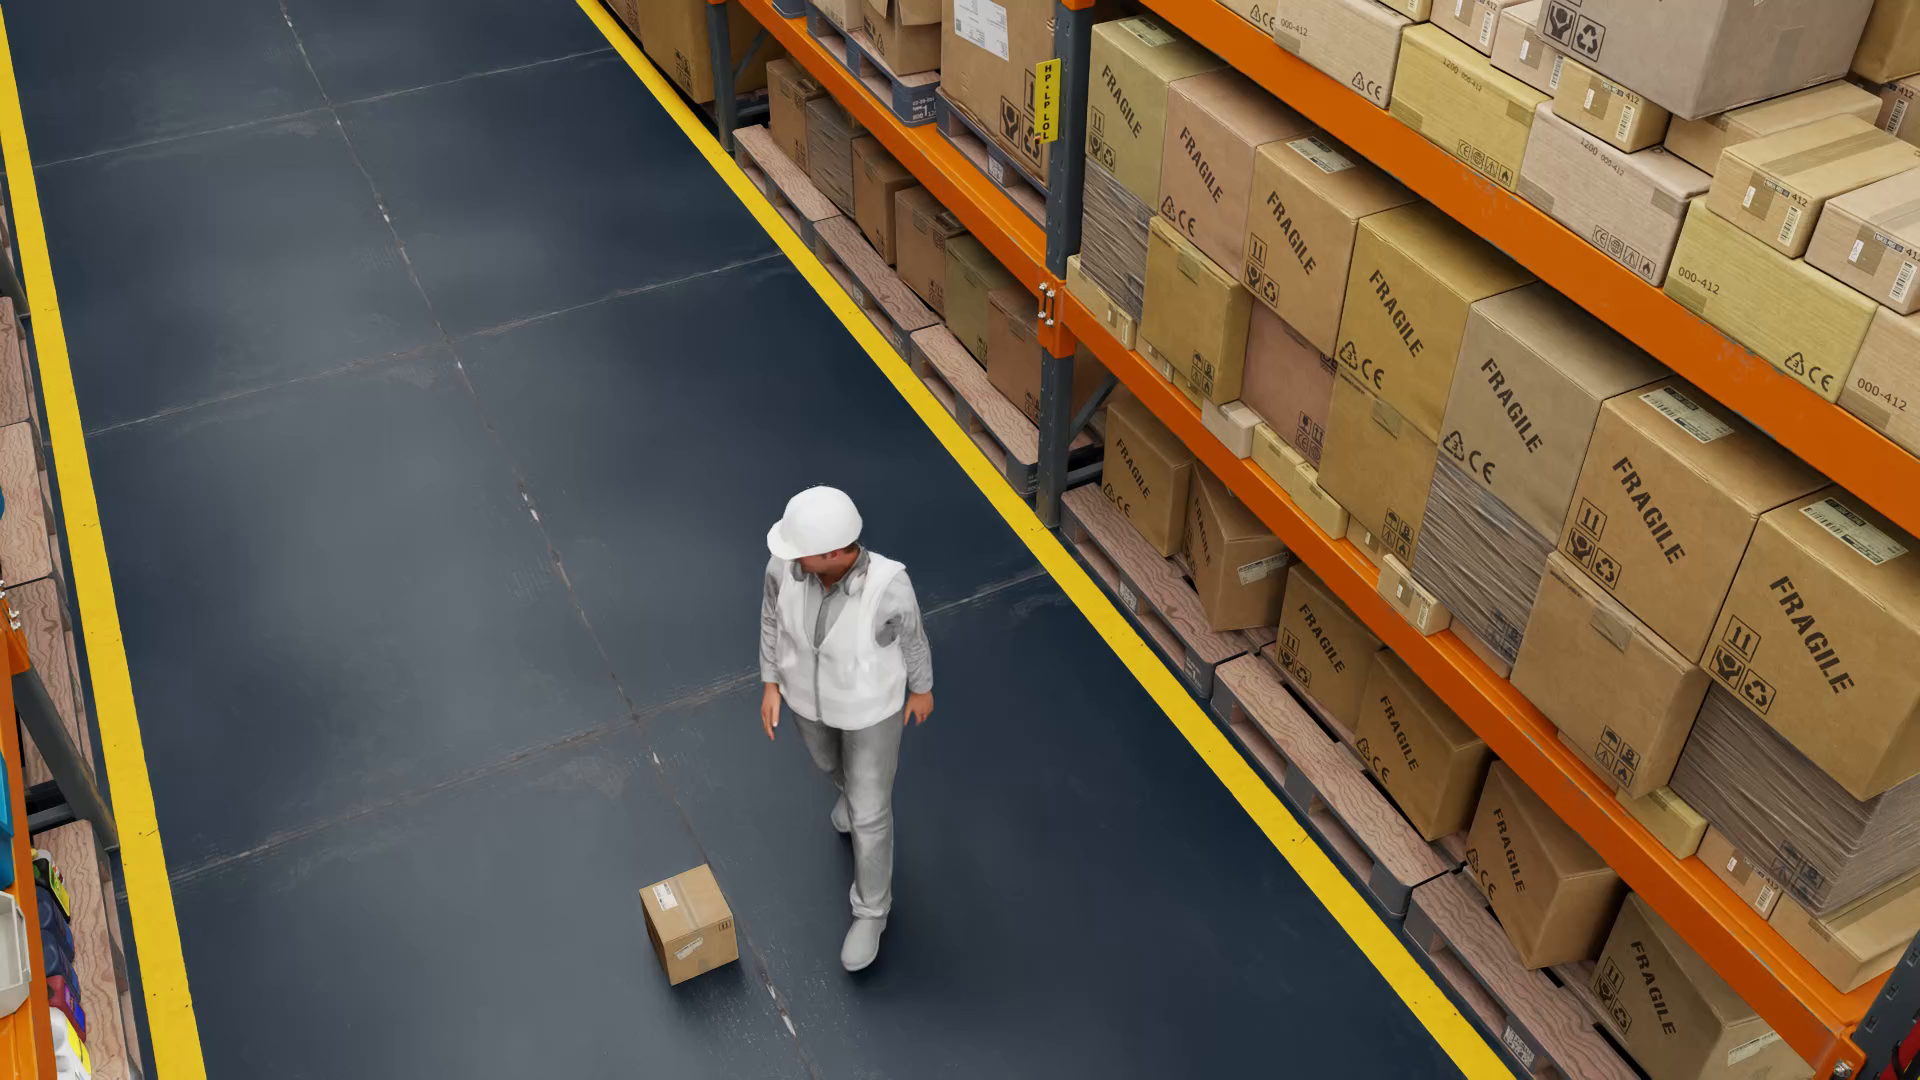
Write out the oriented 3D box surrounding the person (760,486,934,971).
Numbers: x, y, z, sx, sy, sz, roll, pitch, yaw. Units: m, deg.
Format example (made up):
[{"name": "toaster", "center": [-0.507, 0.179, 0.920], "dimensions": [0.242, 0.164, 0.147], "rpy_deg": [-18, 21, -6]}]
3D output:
[{"name": "person", "center": [-0.422, 0.542, 5.503], "dimensions": [0.561, 1.736, 0.863], "rpy_deg": [15, 43, 17]}]
